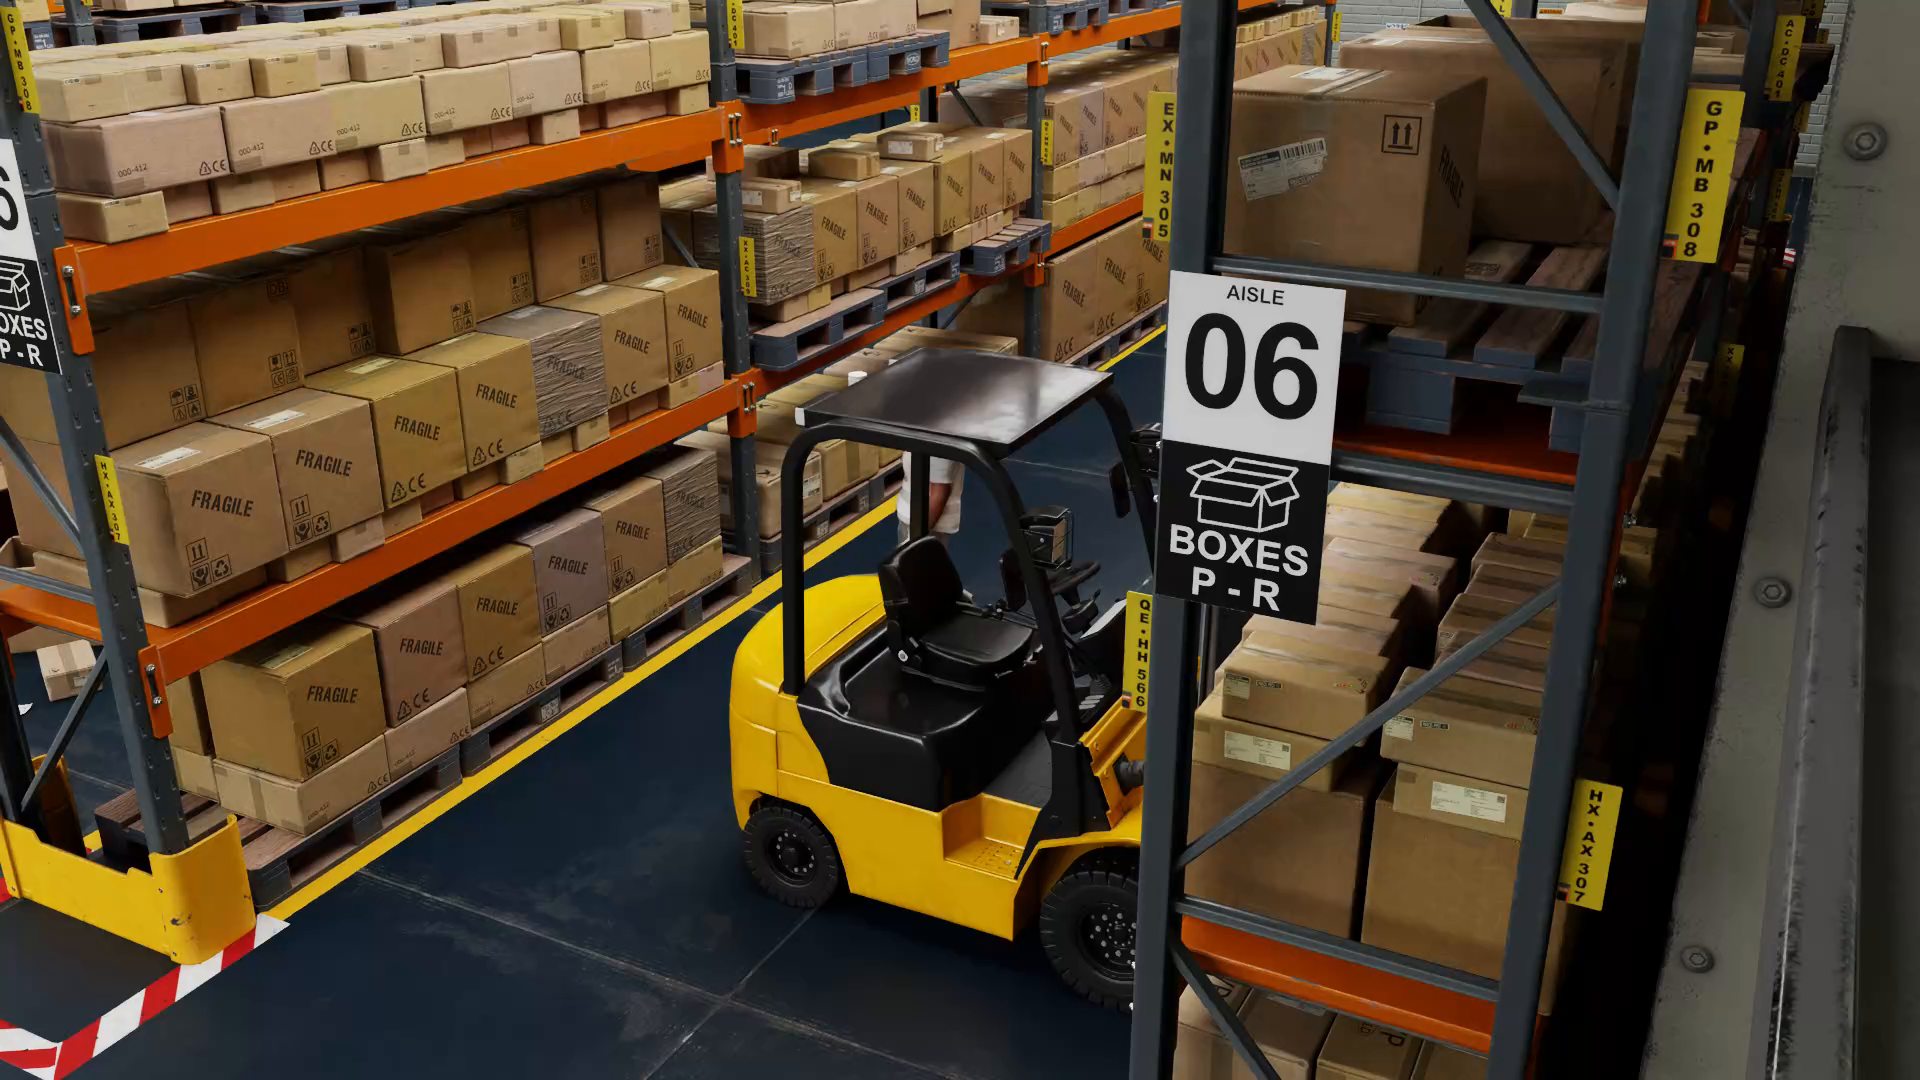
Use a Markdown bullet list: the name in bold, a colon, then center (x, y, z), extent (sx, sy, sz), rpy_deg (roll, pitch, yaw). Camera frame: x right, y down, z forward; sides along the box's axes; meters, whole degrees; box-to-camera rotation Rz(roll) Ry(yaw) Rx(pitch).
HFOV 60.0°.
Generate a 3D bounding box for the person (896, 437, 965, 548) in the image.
- **person**: center (-0.249, -0.103, 8.499), extent (0.577, 1.777, 0.651), rpy_deg (-1, 23, -2)
